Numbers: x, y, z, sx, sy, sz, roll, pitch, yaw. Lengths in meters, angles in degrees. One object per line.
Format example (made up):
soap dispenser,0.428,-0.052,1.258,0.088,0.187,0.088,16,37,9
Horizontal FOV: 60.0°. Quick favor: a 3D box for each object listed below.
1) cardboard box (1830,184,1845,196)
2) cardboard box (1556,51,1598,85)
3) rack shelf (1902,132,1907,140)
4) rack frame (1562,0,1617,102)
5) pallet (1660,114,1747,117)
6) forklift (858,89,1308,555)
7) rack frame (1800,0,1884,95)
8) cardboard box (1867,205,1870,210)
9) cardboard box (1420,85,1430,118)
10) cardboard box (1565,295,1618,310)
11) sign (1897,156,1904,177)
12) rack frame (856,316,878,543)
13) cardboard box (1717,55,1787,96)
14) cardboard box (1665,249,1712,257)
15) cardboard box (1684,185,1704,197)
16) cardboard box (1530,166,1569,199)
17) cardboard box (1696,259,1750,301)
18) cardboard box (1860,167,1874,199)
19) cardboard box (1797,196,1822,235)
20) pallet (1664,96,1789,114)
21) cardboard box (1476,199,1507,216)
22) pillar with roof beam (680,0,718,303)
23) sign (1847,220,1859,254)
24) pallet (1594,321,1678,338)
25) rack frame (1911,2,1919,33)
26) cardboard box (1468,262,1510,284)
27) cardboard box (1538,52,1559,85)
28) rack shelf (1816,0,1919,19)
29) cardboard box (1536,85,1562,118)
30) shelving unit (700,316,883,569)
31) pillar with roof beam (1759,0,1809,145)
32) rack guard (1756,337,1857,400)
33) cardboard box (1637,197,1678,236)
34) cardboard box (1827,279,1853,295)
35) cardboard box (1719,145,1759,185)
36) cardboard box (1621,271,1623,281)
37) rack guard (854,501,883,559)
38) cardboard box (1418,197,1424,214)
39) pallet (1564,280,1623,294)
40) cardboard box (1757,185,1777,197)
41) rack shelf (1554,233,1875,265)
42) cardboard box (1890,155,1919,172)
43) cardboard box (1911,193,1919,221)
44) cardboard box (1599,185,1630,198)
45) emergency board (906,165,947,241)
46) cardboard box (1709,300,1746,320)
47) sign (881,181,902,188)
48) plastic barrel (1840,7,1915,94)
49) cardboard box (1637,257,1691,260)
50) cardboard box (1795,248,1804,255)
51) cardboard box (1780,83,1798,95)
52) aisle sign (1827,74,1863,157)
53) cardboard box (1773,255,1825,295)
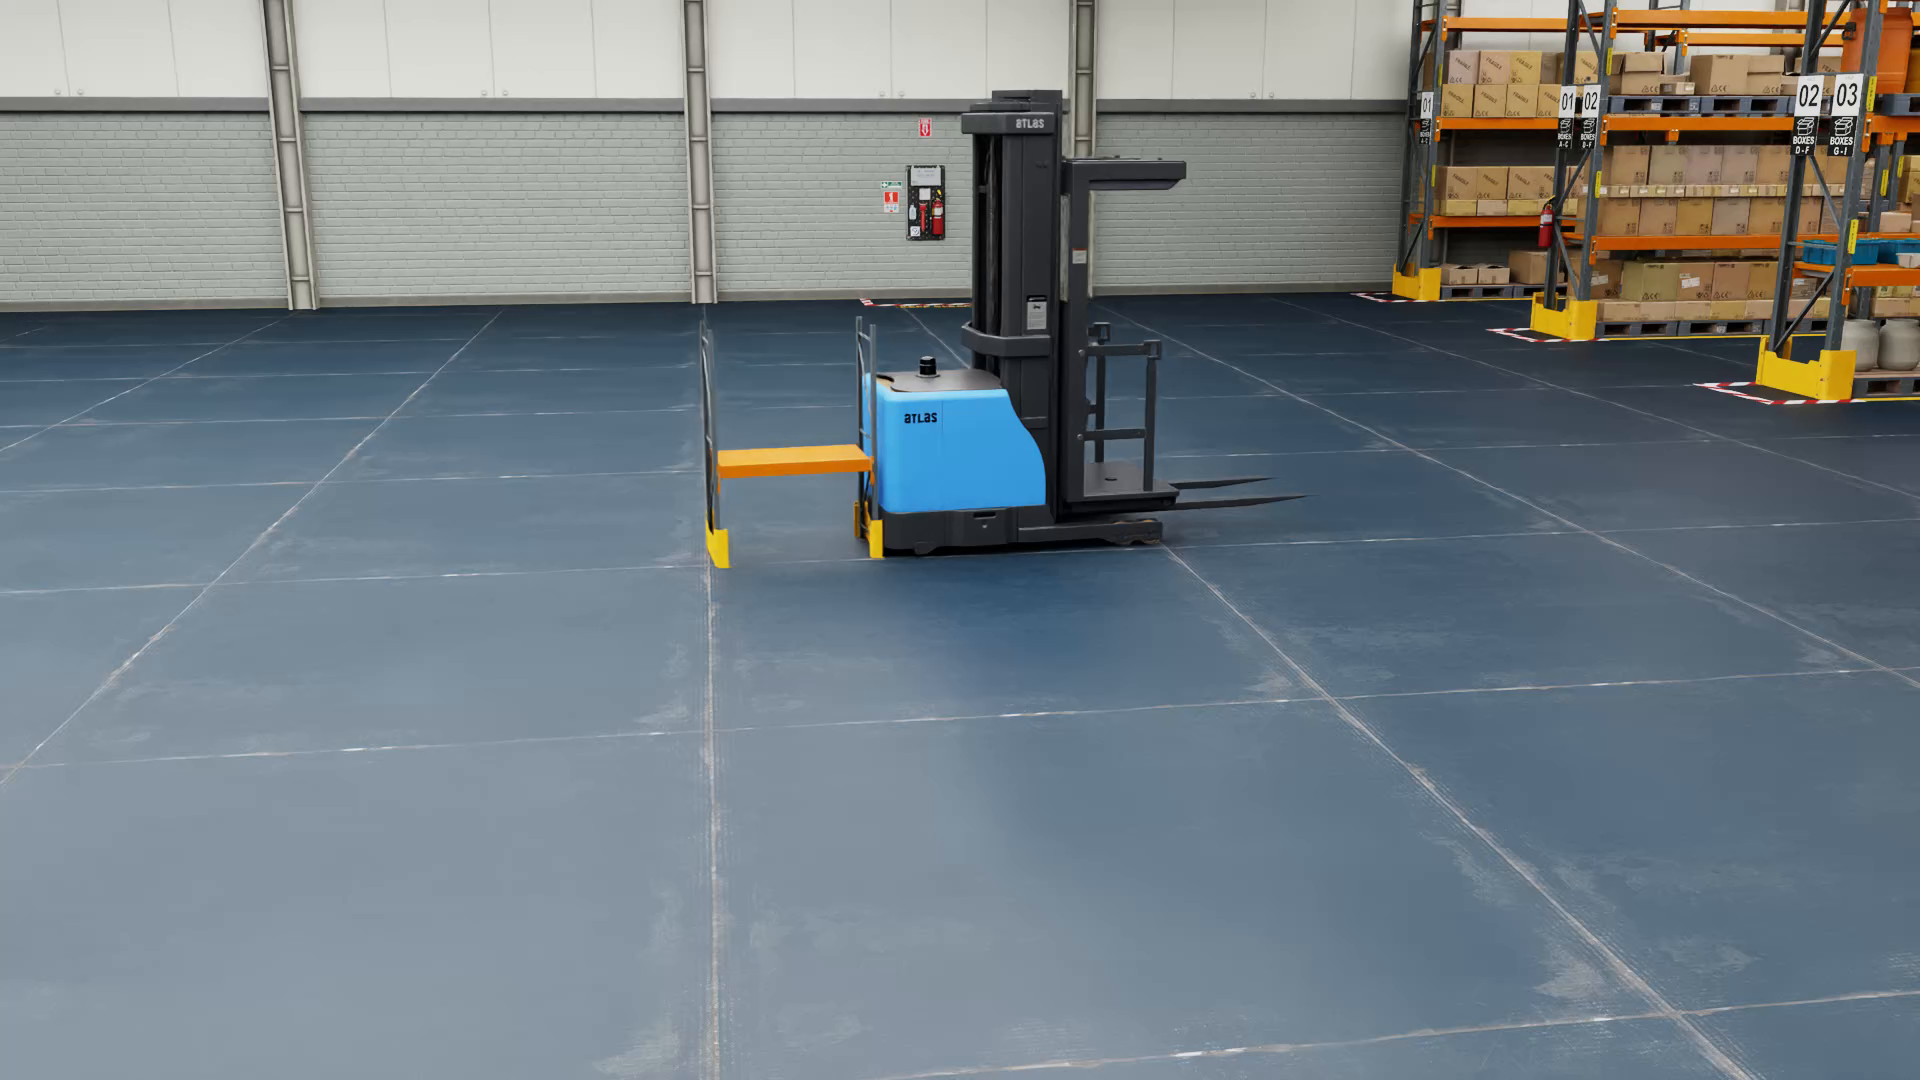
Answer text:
cardboard box,11.509,-4.635,21.998,0.250,0.149,0.380,-2,14,-9
cardboard box,9.739,-7.404,26.110,0.500,0.500,0.500,-3,14,-10
rack shelf,17.182,-6.857,27.708,4.000,0.370,1.077,-2,14,-8
rack frame,8.036,-7.107,21.060,0.127,3.000,1.000,-2,14,-8
pallet,11.876,-6.894,26.763,1.003,0.211,1.213,-2,14,-8
forklift,0.868,-1.500,11.177,3.031,2.935,1.130,-4,15,-14
rack frame,8.770,-5.915,16.308,0.127,3.000,1.000,-2,14,-8
cardboard box,15.489,-5.639,28.017,0.250,0.149,0.380,-2,14,-7
cardboard box,7.669,-6.977,26.464,0.500,0.500,0.500,-1,14,-4
cardboard box,8.522,-3.157,22.434,0.500,0.250,0.500,-2,14,-8
sign,15.295,-6.071,27.046,0.005,0.325,0.100,-2,14,-8
rack frame,-0.605,-0.678,10.840,0.032,1.500,0.500,-4,15,-14
cardboard box,10.344,-6.089,21.805,0.637,0.503,0.797,-1,14,-2
cardboard box,11.975,-4.565,27.491,0.500,0.500,0.700,-2,14,-6
cardboard box,9.476,-4.560,21.699,0.250,0.149,0.380,-3,14,-10
cardboard box,9.322,-5.688,26.462,0.500,0.500,0.500,-2,14,-7
cardboard box,10.083,-3.450,22.060,0.500,0.500,0.500,-2,14,-8
cardboard box,14.741,-5.920,27.553,0.500,0.500,0.700,-4,15,-15
cardboard box,11.033,-4.352,22.203,0.500,0.500,0.700,-2,14,-9
pallet,9.948,-5.673,21.692,1.213,0.211,1.003,-2,14,-8
cardboard box,8.335,-5.289,26.411,0.500,0.250,0.500,-3,14,-10
pillar with roof beam,-3.367,-7.061,20.878,0.400,9.000,9.100,-2,14,-8
sign,8.848,-3.007,16.476,0.005,0.325,0.100,-2,14,-8
pallet,8.786,-2.882,22.279,1.213,0.211,1.003,-2,14,-8
rack frame,15.205,-8.588,26.966,0.127,3.000,1.000,-2,14,-8
cardboard box,8.555,-4.321,26.910,0.500,0.311,0.500,-1,14,-4
cardboard box,9.209,-7.516,26.557,0.500,0.500,0.500,-2,14,-8
rack shelf,10.748,-5.445,16.733,4.000,0.370,1.077,-2,14,-8
cardboard box,9.238,-6.908,26.189,0.500,0.500,0.500,-1,14,-5
shelving unit,-1.088,-0.647,10.719,1.083,1.500,0.587,-4,15,-14
pillar with roof beam,14.432,-7.713,23.479,0.400,9.000,9.100,-2,14,-8
rack guard,8.838,-1.807,17.398,0.348,0.500,1.175,-2,14,-8
cardboard box,9.018,-4.279,21.913,0.500,0.500,0.700,-2,14,-7
cardboard box,12.349,-3.567,22.916,0.500,0.311,0.500,-2,14,-8
cardboard box,10.064,-4.947,21.910,0.500,0.500,0.700,-2,14,-8
cardboard box,10.725,-4.346,27.303,0.250,0.166,0.380,-4,15,-16
rack guard,-0.606,-0.071,10.992,0.087,0.250,0.587,-4,15,-14
cardboard box,7.727,-5.389,26.810,0.500,0.250,0.500,-2,14,-7
pallet,10.591,-4.148,27.326,1.213,0.211,1.003,-2,14,-8
cardboard box,10.498,-4.598,21.850,0.250,0.149,0.380,-2,14,-7
rack shelf,10.013,-3.920,22.166,4.000,0.370,1.077,-2,14,-8
cardboard box,15.721,-6.200,27.377,0.500,0.250,0.500,-2,14,-7
cardboard box,13.274,-4.433,22.527,0.500,0.500,0.500,-1,14,-4
cardboard box,8.456,-4.522,21.549,0.250,0.149,0.380,-2,14,-9
emergency board,-0.525,-5.324,26.284,0.643,1.169,0.194,-2,14,-8
cardboard box,10.083,-3.087,22.152,0.500,0.250,0.500,-2,14,-8
sign,-1.081,-5.601,26.226,0.331,0.109,0.001,-2,14,-8
plastic barrel,9.232,-4.920,16.762,0.708,0.830,0.600,-2,14,-8
cardboard box,9.508,-3.561,22.503,0.500,0.500,0.500,-2,14,-8
cardboard box,13.974,-4.650,27.830,0.500,0.500,0.700,-2,14,-8
cardboard box,10.839,-5.837,21.529,0.250,0.149,0.380,-2,14,-8
aisle sign,8.742,-4.193,16.430,0.004,0.787,0.394,-2,14,-8
cardboard box,11.486,-3.634,22.793,0.500,0.500,0.500,-2,14,-8
